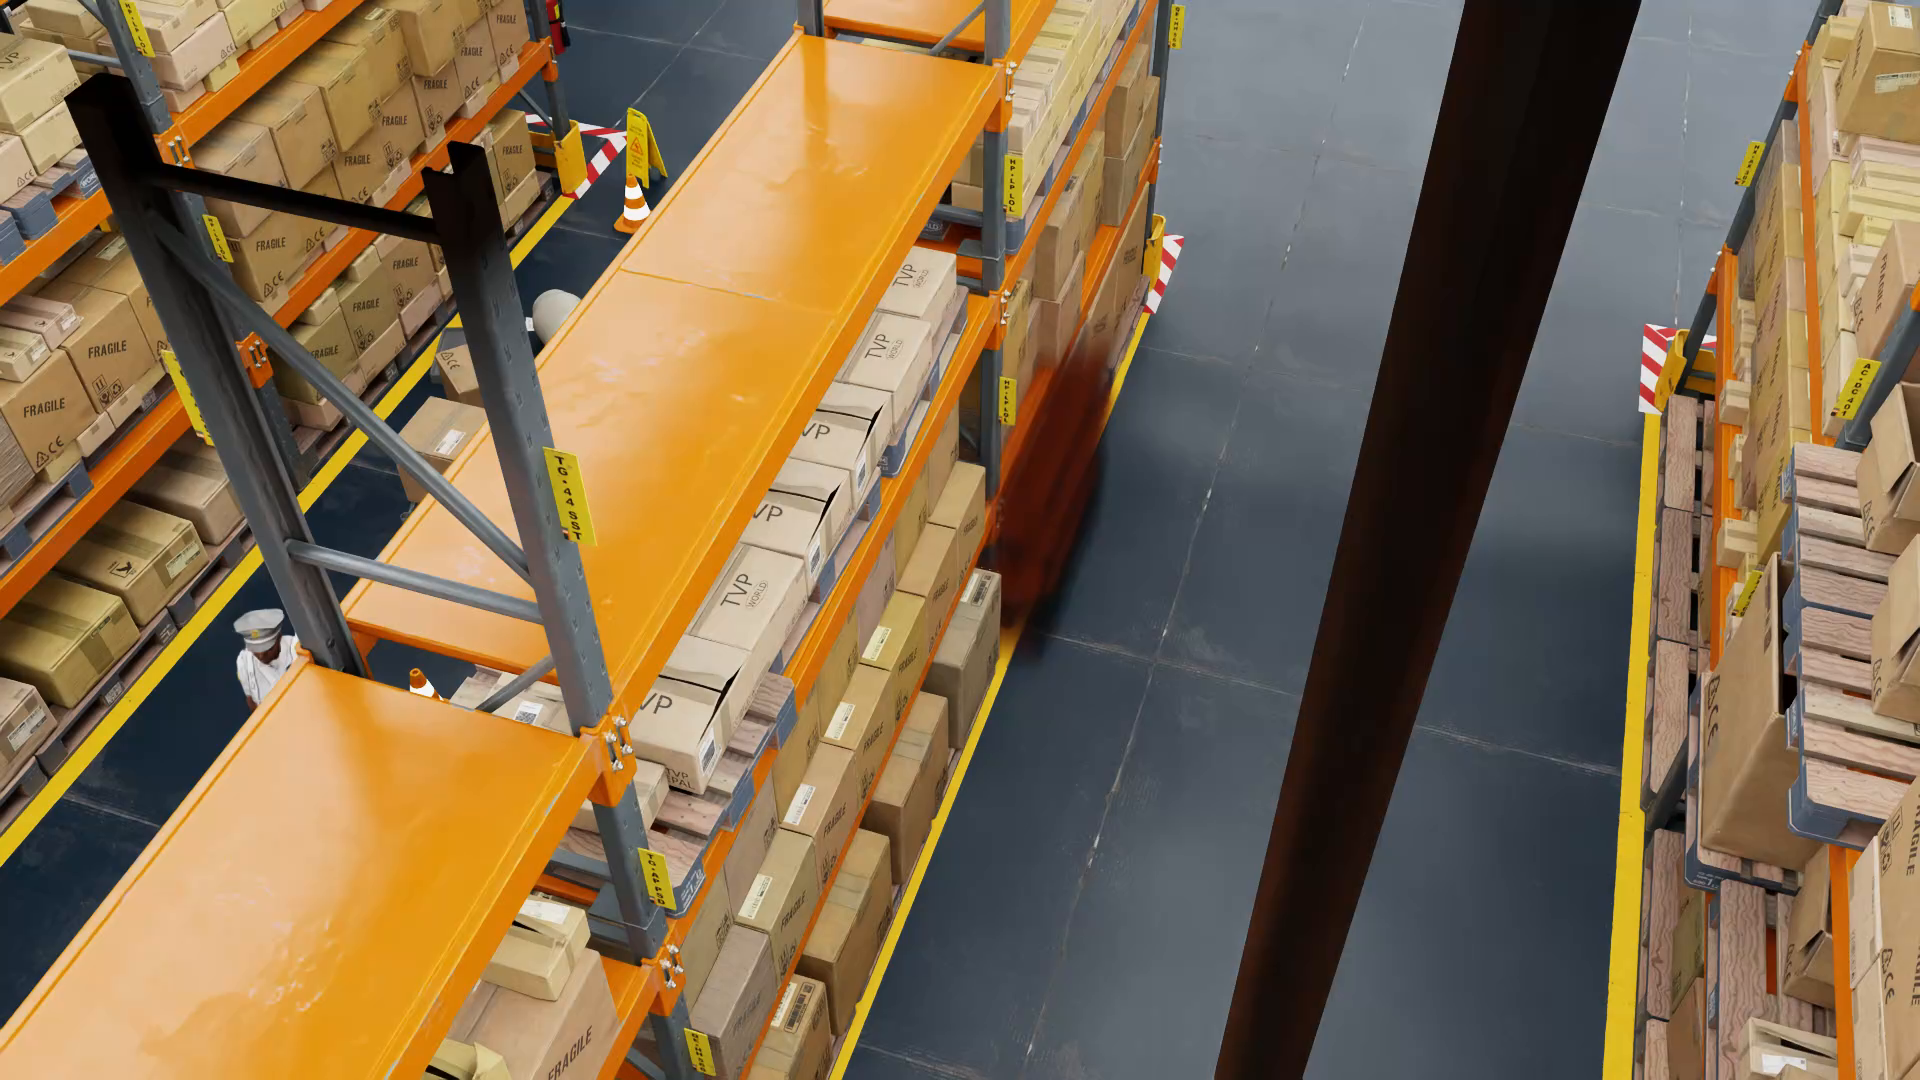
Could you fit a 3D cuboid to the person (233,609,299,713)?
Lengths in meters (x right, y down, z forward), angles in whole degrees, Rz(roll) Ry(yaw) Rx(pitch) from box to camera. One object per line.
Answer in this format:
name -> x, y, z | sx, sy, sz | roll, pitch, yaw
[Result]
person -> -3.551, 0.986, 9.023 | 0.500, 1.722, 0.361 | -7, 46, -7
